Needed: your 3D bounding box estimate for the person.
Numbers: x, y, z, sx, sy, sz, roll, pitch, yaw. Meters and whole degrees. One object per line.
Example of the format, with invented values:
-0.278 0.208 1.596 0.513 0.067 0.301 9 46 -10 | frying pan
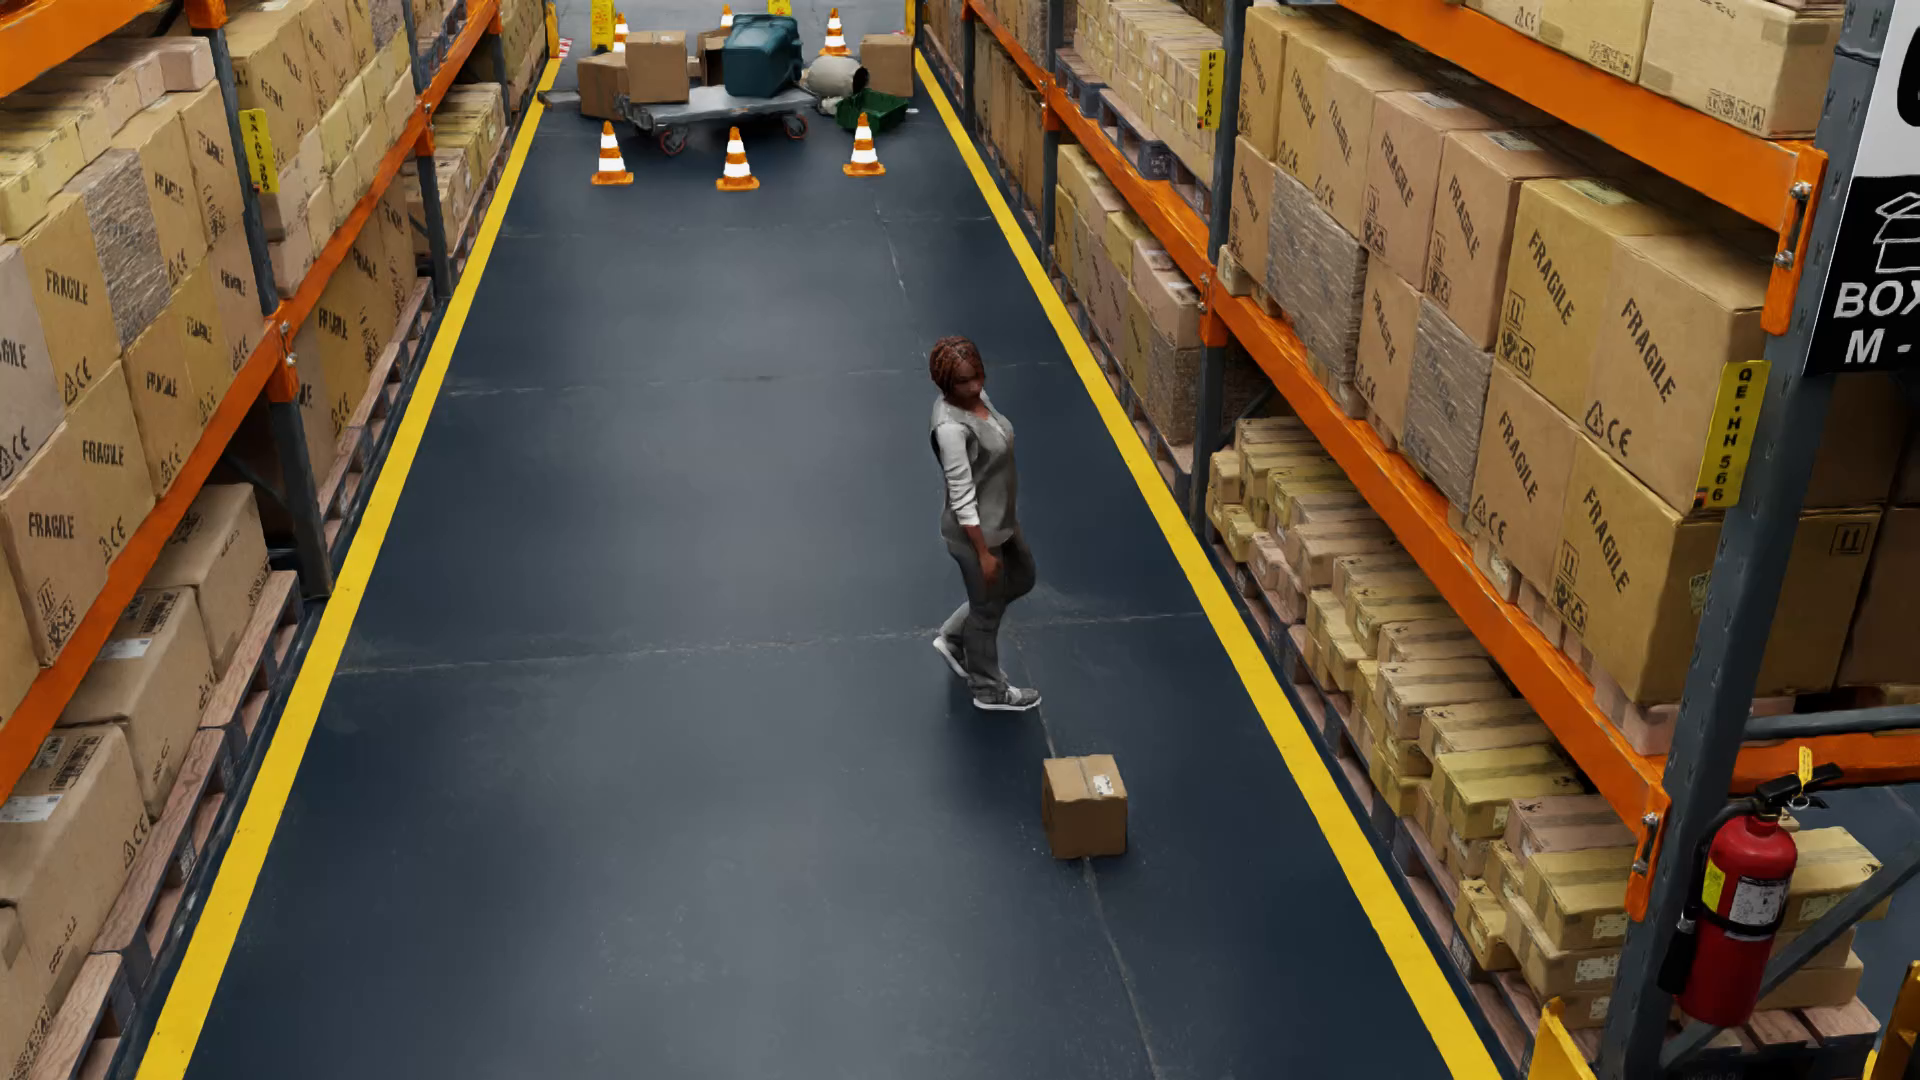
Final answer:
0.094 -0.030 6.206 0.443 1.582 0.491 4 28 7 | person
